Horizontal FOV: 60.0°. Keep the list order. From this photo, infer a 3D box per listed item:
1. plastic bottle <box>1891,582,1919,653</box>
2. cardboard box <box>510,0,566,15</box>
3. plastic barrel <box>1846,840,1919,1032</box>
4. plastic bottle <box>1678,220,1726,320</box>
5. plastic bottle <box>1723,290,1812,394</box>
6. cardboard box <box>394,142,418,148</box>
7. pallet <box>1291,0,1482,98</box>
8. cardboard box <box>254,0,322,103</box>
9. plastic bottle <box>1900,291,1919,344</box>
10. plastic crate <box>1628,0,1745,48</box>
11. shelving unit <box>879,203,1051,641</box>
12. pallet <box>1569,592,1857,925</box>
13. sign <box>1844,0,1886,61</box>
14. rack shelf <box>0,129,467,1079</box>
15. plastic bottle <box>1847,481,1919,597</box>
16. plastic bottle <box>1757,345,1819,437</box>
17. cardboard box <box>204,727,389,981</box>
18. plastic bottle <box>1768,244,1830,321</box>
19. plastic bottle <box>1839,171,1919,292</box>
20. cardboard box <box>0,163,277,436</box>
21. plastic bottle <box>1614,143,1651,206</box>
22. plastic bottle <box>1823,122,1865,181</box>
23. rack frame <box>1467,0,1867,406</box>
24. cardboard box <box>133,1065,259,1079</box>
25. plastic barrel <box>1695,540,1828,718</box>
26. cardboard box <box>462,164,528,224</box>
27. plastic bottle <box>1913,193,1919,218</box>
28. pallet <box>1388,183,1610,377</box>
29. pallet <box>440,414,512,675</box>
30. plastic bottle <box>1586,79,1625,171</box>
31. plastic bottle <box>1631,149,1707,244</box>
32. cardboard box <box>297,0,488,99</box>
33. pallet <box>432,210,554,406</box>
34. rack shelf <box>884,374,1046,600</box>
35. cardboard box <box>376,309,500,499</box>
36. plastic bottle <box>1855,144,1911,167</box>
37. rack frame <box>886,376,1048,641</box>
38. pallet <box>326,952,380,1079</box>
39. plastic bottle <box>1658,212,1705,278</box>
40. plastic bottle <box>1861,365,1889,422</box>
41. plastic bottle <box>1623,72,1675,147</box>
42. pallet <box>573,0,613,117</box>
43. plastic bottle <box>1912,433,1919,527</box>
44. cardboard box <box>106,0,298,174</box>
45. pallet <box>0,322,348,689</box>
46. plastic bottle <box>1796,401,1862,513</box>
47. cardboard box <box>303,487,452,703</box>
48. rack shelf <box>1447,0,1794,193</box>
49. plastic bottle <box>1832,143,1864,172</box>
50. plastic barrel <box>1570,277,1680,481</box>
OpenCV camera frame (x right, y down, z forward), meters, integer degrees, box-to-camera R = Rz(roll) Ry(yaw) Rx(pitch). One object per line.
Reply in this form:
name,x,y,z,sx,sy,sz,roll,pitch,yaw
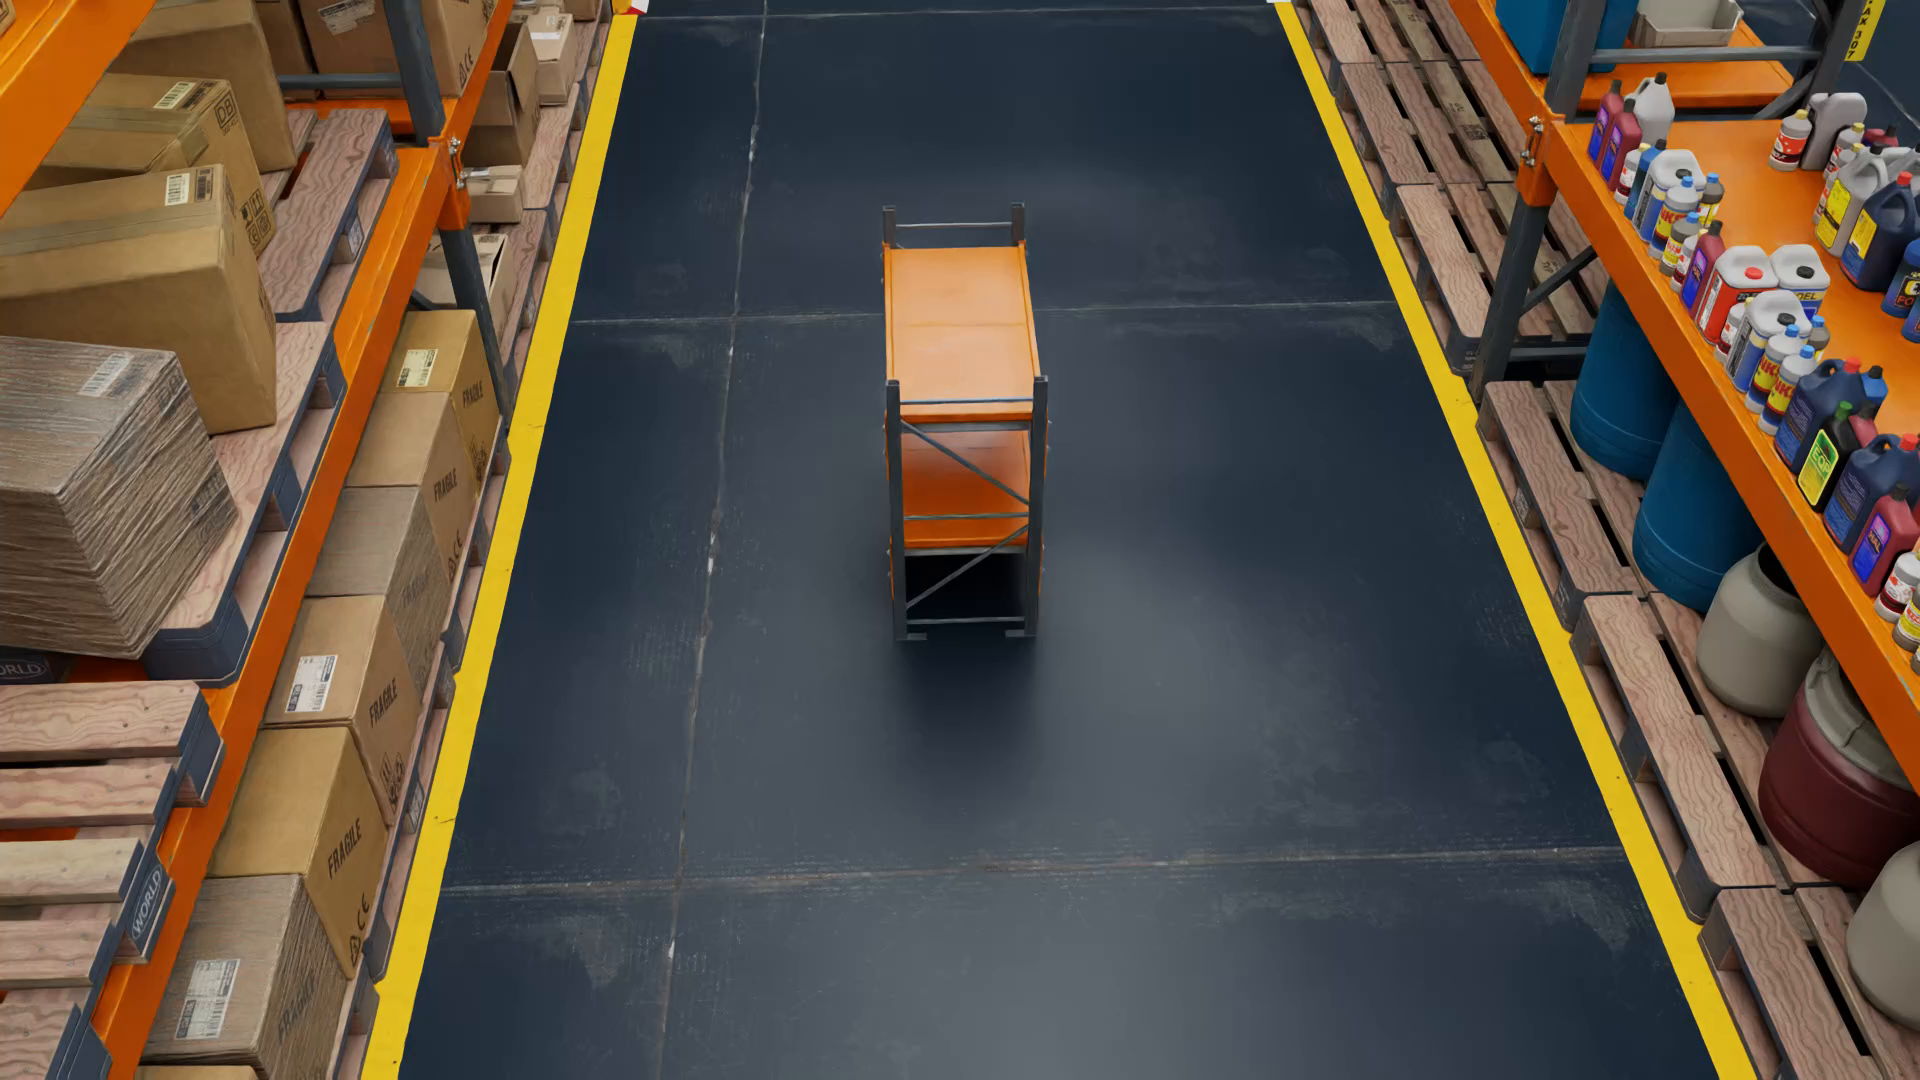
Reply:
plastic bottle,2.327,0.169,3.993,0.097,0.201,0.097,0,43,0
cardboard box,-2.301,-2.758,8.810,0.380,0.166,0.250,-2,43,-2
plastic barrel,2.640,1.039,4.427,0.421,0.512,0.421,0,43,0
plastic bottle,2.249,-0.813,5.003,0.061,0.283,0.133,-2,43,-2
plastic bottle,2.310,-0.564,4.737,0.152,0.276,0.135,-2,43,-2
cardboard box,-2.667,-1.629,7.472,0.500,0.311,0.500,-2,43,-2
pallet,2.448,-2.830,9.181,1.003,0.211,1.213,-2,43,-2
cardboard box,-2.605,-1.942,6.075,0.500,0.500,0.500,-1,43,-1
plastic bottle,2.880,-0.717,4.907,0.097,0.271,0.097,0,43,0
plastic crate,2.745,-1.958,6.317,0.396,0.136,0.243,-2,43,-2
shelving unit,0.000,-0.419,5.875,0.538,1.125,1.048,-2,43,-2
pallet,2.667,0.661,5.373,1.003,0.211,1.213,-2,43,-2
sign,3.171,-1.832,5.823,0.100,0.325,0.005,-2,43,-2
rack shelf,-2.243,0.040,4.519,1.077,0.370,4.000,-2,43,-2
plastic bottle,2.299,-0.004,4.121,0.061,0.283,0.133,-2,43,-2
plastic bottle,2.291,-0.418,4.581,0.097,0.271,0.097,0,43,0
cardboard box,-1.936,0.877,4.598,0.500,0.500,0.500,-2,43,-2
plastic bottle,2.452,-0.725,4.913,0.152,0.276,0.135,-2,43,-2
plastic bottle,2.851,-0.957,5.110,0.144,0.351,0.185,-2,43,-2
cardboard box,-2.191,-0.576,4.274,0.700,0.500,0.500,-12,44,-13
plastic bottle,2.240,-1.215,5.502,0.097,0.201,0.097,0,43,0
plastic bottle,2.993,-1.308,5.604,0.097,0.201,0.097,0,43,0
rack frame,2.622,-1.715,5.901,1.000,3.000,0.127,-2,43,-2
cardboard box,-1.891,1.569,3.843,0.500,0.500,0.500,0,43,0
plastic barrel,2.592,0.277,5.258,0.421,0.512,0.421,0,43,0
cardboard box,-2.176,-1.566,7.510,0.380,0.166,0.250,-2,43,-2
plastic bottle,2.995,-0.961,5.115,0.144,0.351,0.185,-2,43,-2
pallet,2.552,-1.182,7.384,1.003,0.211,1.213,-2,43,-2
pallet,-2.255,0.001,6.093,1.003,0.211,1.213,-2,43,-2
plastic bottle,2.211,-1.412,5.657,0.061,0.283,0.133,-2,43,-2
plastic bottle,2.276,-1.099,5.321,0.152,0.276,0.135,-2,43,-2
cardboard box,-2.077,-1.964,6.099,0.500,0.500,0.500,-1,43,-1
pallet,-2.356,-1.011,7.197,1.003,0.211,1.213,-2,43,-2
rack shelf,0.000,-0.239,6.040,0.538,0.278,1.000,-2,43,-2
cardboard box,-2.020,-0.491,6.090,0.500,0.500,0.500,-2,43,-2
plastic bottle,2.977,-1.166,5.394,0.152,0.276,0.135,-2,43,-2
rack frame,0.021,-0.076,5.500,0.500,1.125,0.032,-2,43,-2
pallet,-2.152,1.648,4.296,1.003,0.211,1.213,-2,43,-2
plastic bottle,2.258,-0.927,5.188,0.097,0.201,0.097,0,43,0
plastic bottle,2.440,-0.356,4.514,0.097,0.271,0.097,0,43,0
plastic bottle,2.314,-1.423,5.619,0.144,0.351,0.185,-2,43,-2
pallet,-2.459,-2.658,8.994,1.003,0.211,1.213,-2,43,-2
plastic bottle,2.436,-0.133,4.262,0.061,0.283,0.133,-2,43,-2
cardboard box,-2.531,-1.441,5.217,0.700,0.500,0.500,-15,45,-16
pallet,-2.245,-0.117,4.300,1.003,0.211,1.213,-2,43,-2
plastic bottle,2.286,-0.219,4.355,0.061,0.283,0.133,-2,43,-2
cardboard box,-1.987,0.181,5.357,0.500,0.500,0.500,-1,43,-1
rack shelf,2.537,-2.800,7.617,1.077,0.370,4.000,-2,43,-2
plastic bottle,2.938,-1.216,5.503,0.097,0.201,0.097,0,43,0
plastic barrel,2.628,-0.729,6.067,0.600,0.901,0.708,-2,43,-2
